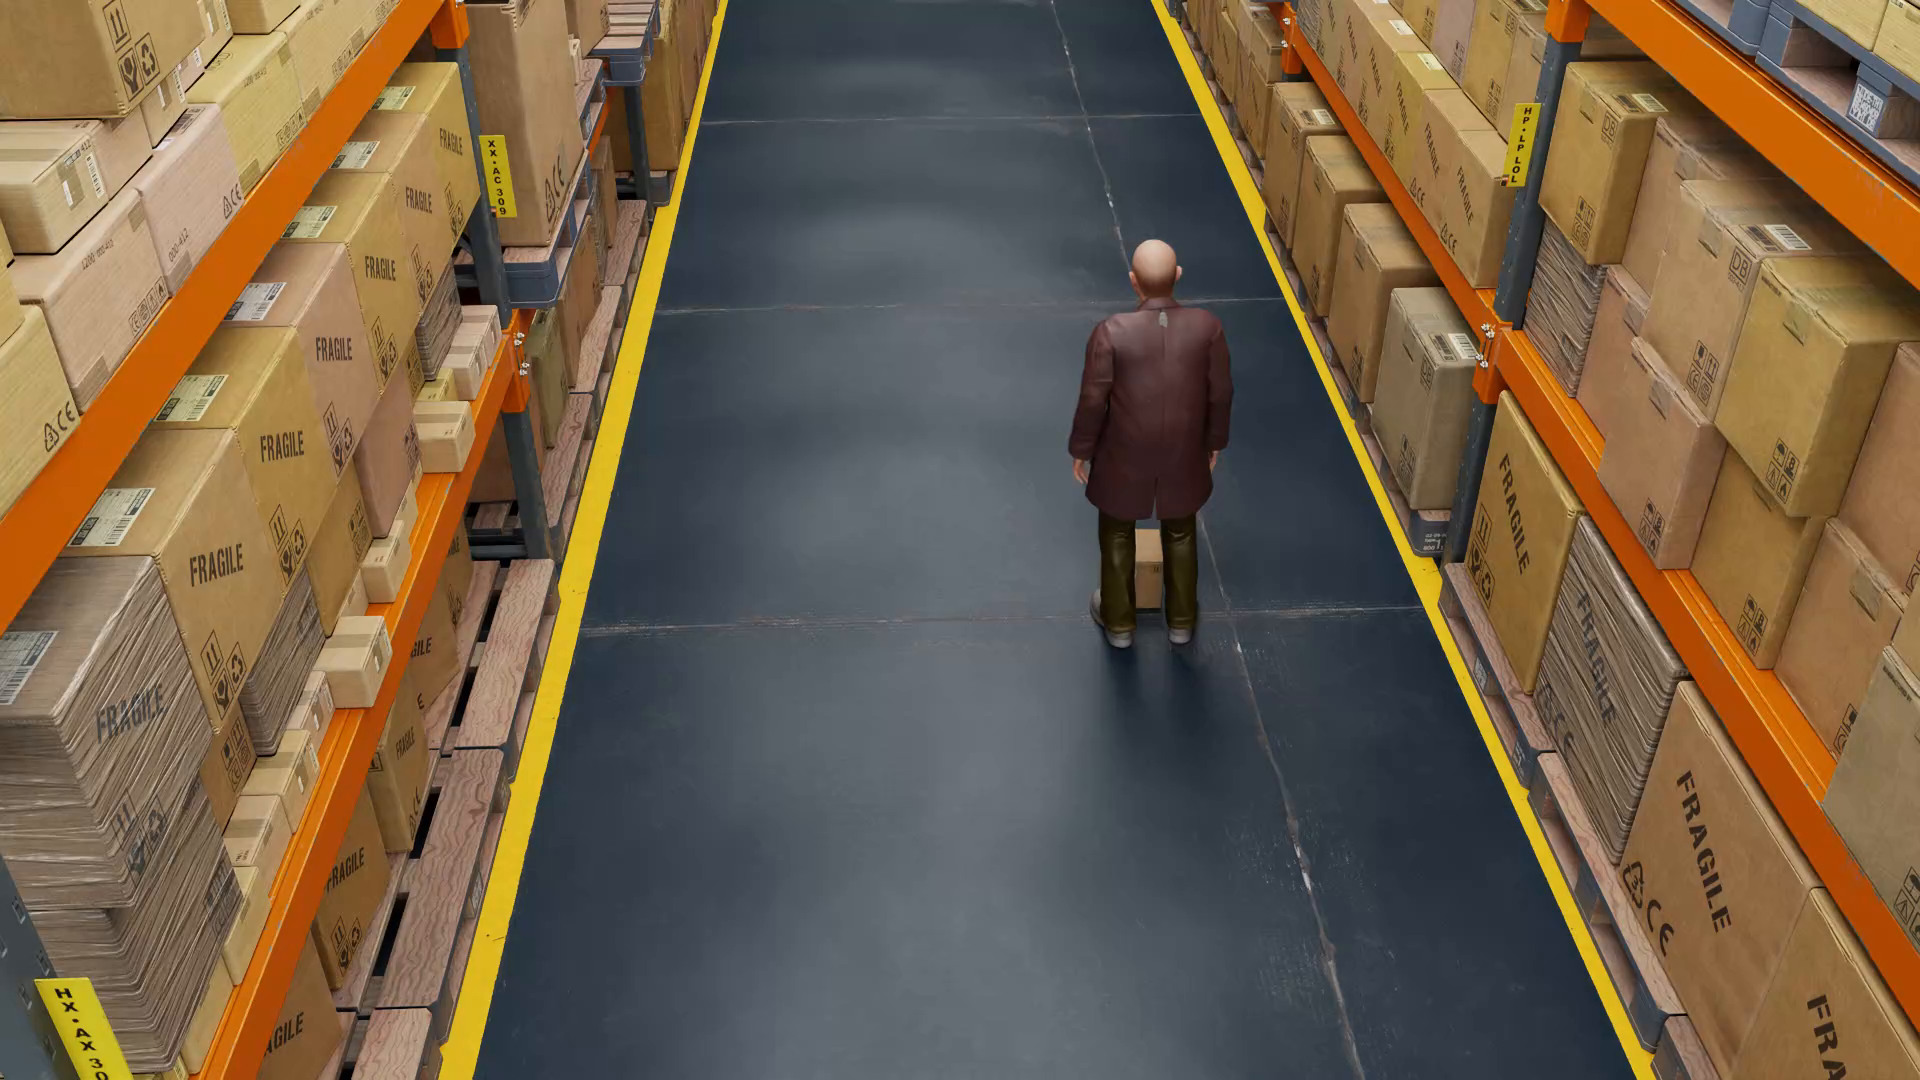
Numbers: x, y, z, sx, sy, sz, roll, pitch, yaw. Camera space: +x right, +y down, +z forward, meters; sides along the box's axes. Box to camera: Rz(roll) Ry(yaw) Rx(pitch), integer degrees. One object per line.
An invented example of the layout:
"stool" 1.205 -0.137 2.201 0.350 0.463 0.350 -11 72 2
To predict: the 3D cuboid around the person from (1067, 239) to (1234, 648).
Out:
"person" 0.756 -0.359 6.674 0.654 1.774 0.421 -3 35 -5
